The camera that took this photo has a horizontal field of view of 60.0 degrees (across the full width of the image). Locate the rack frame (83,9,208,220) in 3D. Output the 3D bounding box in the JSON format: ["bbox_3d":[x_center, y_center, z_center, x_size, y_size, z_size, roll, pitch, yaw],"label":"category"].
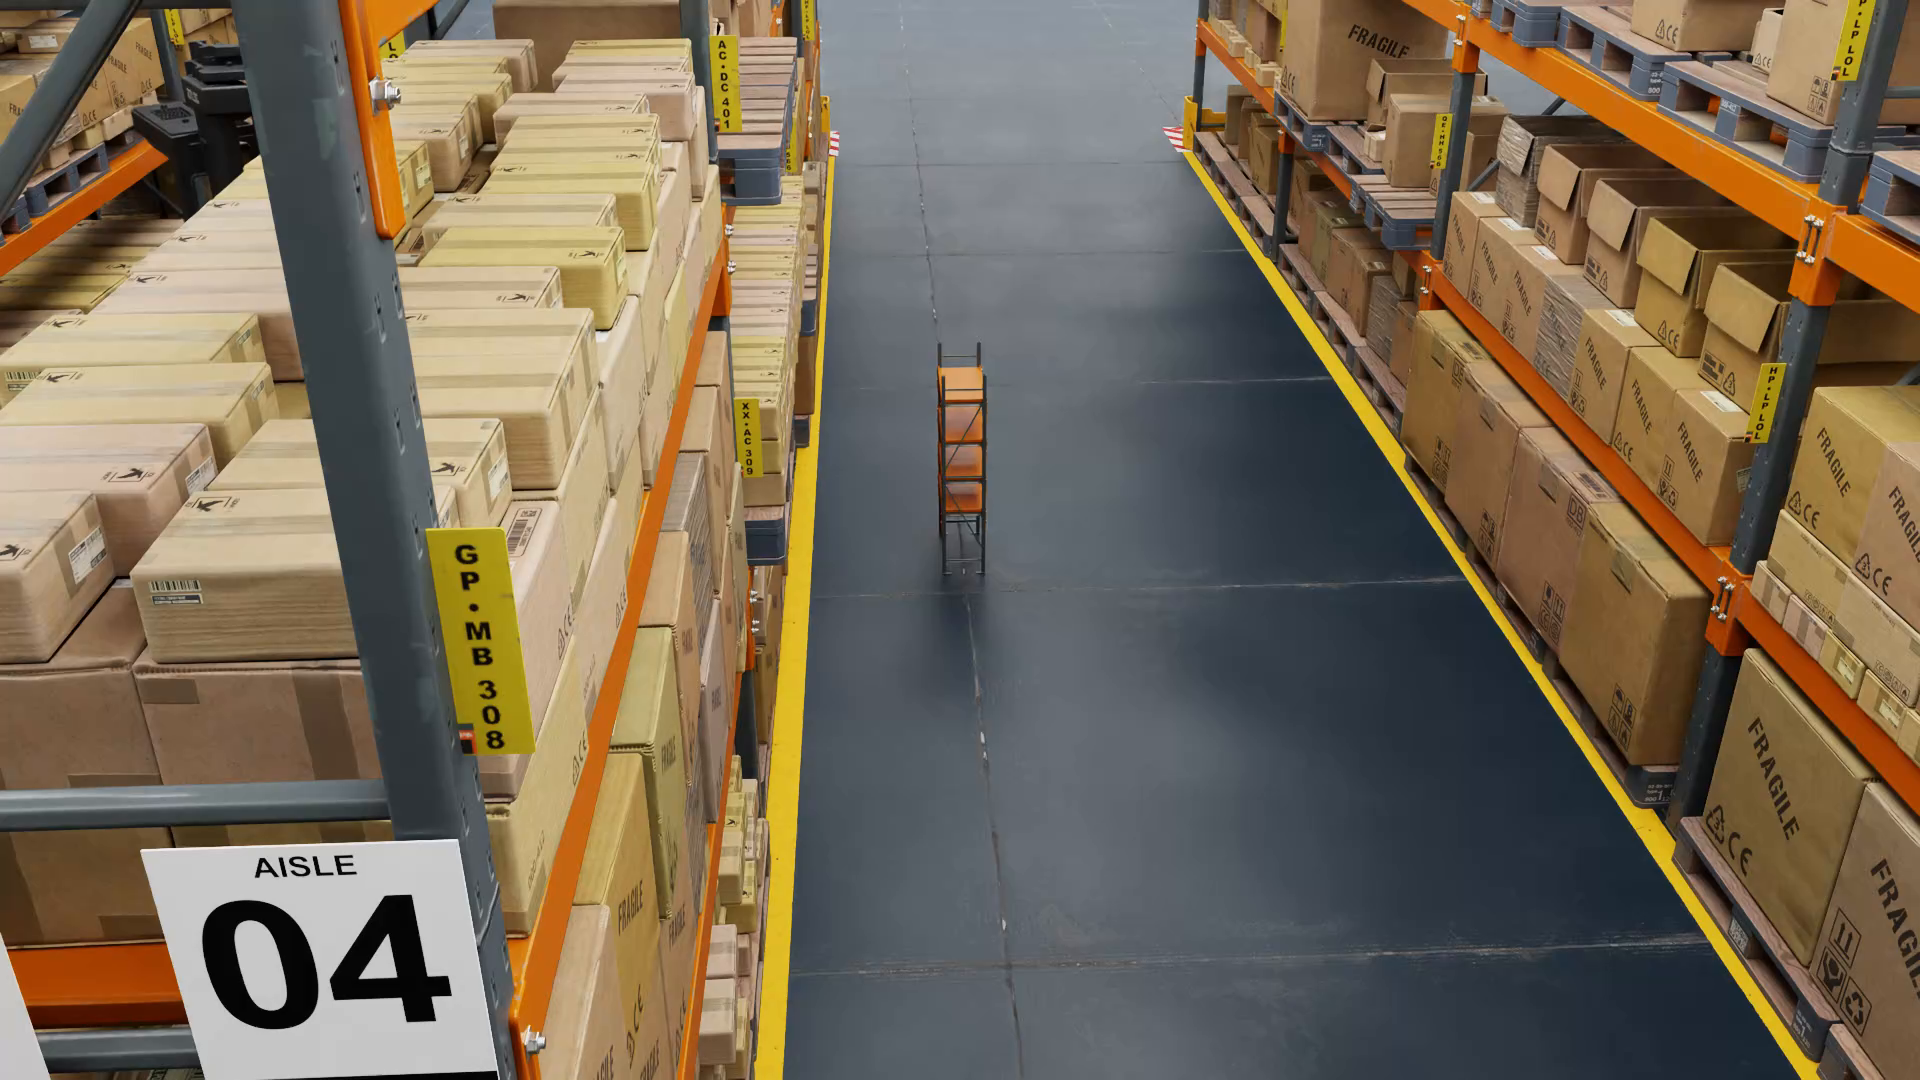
[{"bbox_3d":[-6.703,-3.514,13.244,1.000,3.000,0.127,-1,28,-3],"label":"rack frame"}]

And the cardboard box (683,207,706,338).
[{"bbox_3d":[-1.037,-0.798,4.955,0.500,0.250,0.500,-1,28,-3],"label":"cardboard box"}]

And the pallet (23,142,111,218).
[{"bbox_3d":[-6.638,-2.495,11.497,1.003,0.211,1.213,-1,28,-3],"label":"pallet"}]

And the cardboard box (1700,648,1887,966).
[{"bbox_3d":[3.566,1.004,6.425,0.875,0.875,0.875,-1,28,-3],"label":"cardboard box"}]

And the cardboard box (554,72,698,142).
[{"bbox_3d":[-0.979,-1.276,4.900,0.380,0.149,0.250,-1,28,-3],"label":"cardboard box"}]

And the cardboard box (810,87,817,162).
[{"bbox_3d":[-1.779,-3.633,15.315,0.875,0.875,0.875,-1,28,-2],"label":"cardboard box"}]

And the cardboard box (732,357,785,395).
[{"bbox_3d":[-0.929,-0.646,6.919,0.380,0.149,0.250,-1,28,-1],"label":"cardboard box"}]

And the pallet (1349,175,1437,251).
[{"bbox_3d":[3.259,-2.148,10.831,1.213,0.211,1.003,-1,28,-3],"label":"pallet"}]

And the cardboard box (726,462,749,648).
[{"bbox_3d":[-1.040,0.055,5.972,0.500,0.500,0.500,-1,28,-3],"label":"cardboard box"}]

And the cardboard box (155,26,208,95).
[{"bbox_3d":[-6.448,-3.900,13.554,0.500,0.500,0.500,-1,28,-3],"label":"cardboard box"}]

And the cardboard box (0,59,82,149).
[{"bbox_3d":[-6.373,-2.959,11.296,0.500,0.500,0.500,-2,28,-5],"label":"cardboard box"}]

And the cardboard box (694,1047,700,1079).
[{"bbox_3d":[-1.024,1.704,5.224,0.380,0.149,0.250,-1,28,-3],"label":"cardboard box"}]

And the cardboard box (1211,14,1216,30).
[{"bbox_3d":[2.755,-5.236,16.817,0.380,0.149,0.250,-1,28,-3],"label":"cardboard box"}]

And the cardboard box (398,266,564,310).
[{"bbox_3d":[-0.995,-0.429,3.277,0.380,0.149,0.250,-1,28,-1],"label":"cardboard box"}]

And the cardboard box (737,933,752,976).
[{"bbox_3d":[-0.978,1.507,6.245,0.380,0.149,0.250,-2,28,-4],"label":"cardboard box"}]

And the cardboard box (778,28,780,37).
[{"bbox_3d":[-1.704,-3.701,12.414,0.700,0.500,0.500,-2,28,-3],"label":"cardboard box"}]

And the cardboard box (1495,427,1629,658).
[{"bbox_3d":[3.510,-0.011,8.370,1.225,0.875,0.875,-2,28,-4],"label":"cardboard box"}]

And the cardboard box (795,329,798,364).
[{"bbox_3d":[-0.992,-0.973,8.189,0.380,0.149,0.250,-3,28,-5],"label":"cardboard box"}]

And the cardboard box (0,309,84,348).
[{"bbox_3d":[-6.560,-1.290,11.366,0.950,0.372,0.625,-2,28,-4],"label":"cardboard box"}]

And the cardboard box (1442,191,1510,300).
[{"bbox_3d":[3.156,-1.719,9.695,0.500,0.500,0.500,-1,28,-1],"label":"cardboard box"}]

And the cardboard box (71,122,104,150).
[{"bbox_3d":[-6.361,-2.886,11.858,0.380,0.149,0.250,-1,28,-3],"label":"cardboard box"}]

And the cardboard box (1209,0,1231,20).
[{"bbox_3d":[2.986,-5.522,16.664,0.875,0.500,0.500,-1,28,-3],"label":"cardboard box"}]

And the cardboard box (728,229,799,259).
[{"bbox_3d":[-1.024,-1.485,8.527,0.380,0.149,0.250,-1,28,-3],"label":"cardboard box"}]

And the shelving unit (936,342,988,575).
[{"bbox_3d":[0.009,-0.456,9.326,0.258,1.200,0.503,-1,28,-3],"label":"shelving unit"}]

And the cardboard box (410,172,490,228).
[{"bbox_3d":[-1.528,-0.780,4.380,0.500,0.250,0.500,-1,28,-2],"label":"cardboard box"}]

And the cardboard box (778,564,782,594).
[{"bbox_3d":[-1.191,0.103,8.558,0.500,0.500,0.500,-1,28,-2],"label":"cardboard box"}]

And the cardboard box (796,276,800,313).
[{"bbox_3d":[-1.006,-1.227,8.355,0.380,0.149,0.250,-1,28,-1],"label":"cardboard box"}]

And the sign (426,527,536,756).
[{"bbox_3d":[-0.596,0.131,2.067,0.100,0.325,0.005,-1,28,-3],"label":"sign"}]

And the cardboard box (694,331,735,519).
[{"bbox_3d":[-1.053,-0.395,5.752,0.500,0.500,0.500,-2,28,-4],"label":"cardboard box"}]

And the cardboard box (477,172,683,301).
[{"bbox_3d":[-1.022,-0.783,4.385,0.500,0.250,0.500,0,28,-1],"label":"cardboard box"}]

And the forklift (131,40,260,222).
[{"bbox_3d":[-3.630,-1.330,9.131,1.130,2.935,3.031,-20,34,-33],"label":"forklift"}]

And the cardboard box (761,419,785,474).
[{"bbox_3d":[-0.908,-0.385,6.741,0.380,0.149,0.250,-1,28,-2],"label":"cardboard box"}]

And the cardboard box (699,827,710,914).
[{"bbox_3d":[-0.945,0.972,4.914,0.380,0.149,0.250,-1,28,-2],"label":"cardboard box"}]

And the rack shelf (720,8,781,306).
[{"bbox_3d":[-1.452,-1.920,7.723,1.077,0.370,4.000,-1,28,-3],"label":"rack shelf"}]

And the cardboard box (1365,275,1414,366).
[{"bbox_3d":[3.306,-1.558,11.720,0.700,0.500,0.500,-4,28,-7],"label":"cardboard box"}]

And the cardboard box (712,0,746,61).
[{"bbox_3d":[-1.297,-2.264,7.038,0.797,0.503,0.637,-2,28,-3],"label":"cardboard box"}]

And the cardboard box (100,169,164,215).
[{"bbox_3d":[-7.002,-3.080,14.121,0.500,0.500,0.500,-2,28,-3],"label":"cardboard box"}]

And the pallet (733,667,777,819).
[{"bbox_3d":[-1.389,0.891,7.813,1.003,0.211,1.213,-1,28,-3],"label":"pallet"}]

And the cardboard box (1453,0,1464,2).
[{"bbox_3d":[3.133,-3.383,9.912,0.500,0.250,0.500,-1,28,-3],"label":"cardboard box"}]

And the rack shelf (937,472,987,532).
[{"bbox_3d":[0.009,-0.220,9.449,0.258,0.148,0.480,-1,28,-3],"label":"rack shelf"}]

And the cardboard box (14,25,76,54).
[{"bbox_3d":[-6.366,-3.512,11.655,0.380,0.149,0.250,-3,28,-5],"label":"cardboard box"}]

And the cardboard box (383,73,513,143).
[{"bbox_3d":[-1.523,-1.267,4.881,0.380,0.149,0.250,-2,28,-3],"label":"cardboard box"}]

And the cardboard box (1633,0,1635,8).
[{"bbox_3d":[3.639,-2.790,8.050,0.500,0.500,0.500,0,28,0],"label":"cardboard box"}]

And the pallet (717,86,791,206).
[{"bbox_3d":[-1.273,-1.520,6.380,1.213,0.211,1.003,-1,28,-3],"label":"pallet"}]

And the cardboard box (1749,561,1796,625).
[{"bbox_3d":[3.295,0.197,6.400,0.380,0.149,0.250,-1,28,-3],"label":"cardboard box"}]

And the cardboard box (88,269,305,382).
[{"bbox_3d":[-1.453,-0.419,3.257,0.380,0.149,0.250,-2,28,-4],"label":"cardboard box"}]

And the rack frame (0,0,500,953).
[{"bbox_3d":[-1.138,-0.798,1.550,1.000,3.000,0.127,-1,28,-3],"label":"rack frame"}]

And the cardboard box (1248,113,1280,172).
[{"bbox_3d":[3.080,-3.825,16.089,0.500,0.500,0.500,1,28,2],"label":"cardboard box"}]

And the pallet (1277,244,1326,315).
[{"bbox_3d":[3.236,-2.157,13.658,1.003,0.211,1.213,-1,28,-3],"label":"pallet"}]

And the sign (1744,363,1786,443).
[{"bbox_3d":[3.070,-0.520,6.336,0.100,0.325,0.005,-1,28,-3],"label":"sign"}]

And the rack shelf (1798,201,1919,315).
[{"bbox_3d":[3.716,-0.146,4.321,1.077,0.370,4.000,-1,28,-3],"label":"rack shelf"}]

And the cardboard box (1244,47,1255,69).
[{"bbox_3d":[2.825,-4.427,15.266,0.380,0.149,0.250,-1,28,-3],"label":"cardboard box"}]

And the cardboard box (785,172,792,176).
[{"bbox_3d":[-1.310,-2.091,10.408,0.500,0.500,0.500,-1,28,-2],"label":"cardboard box"}]
